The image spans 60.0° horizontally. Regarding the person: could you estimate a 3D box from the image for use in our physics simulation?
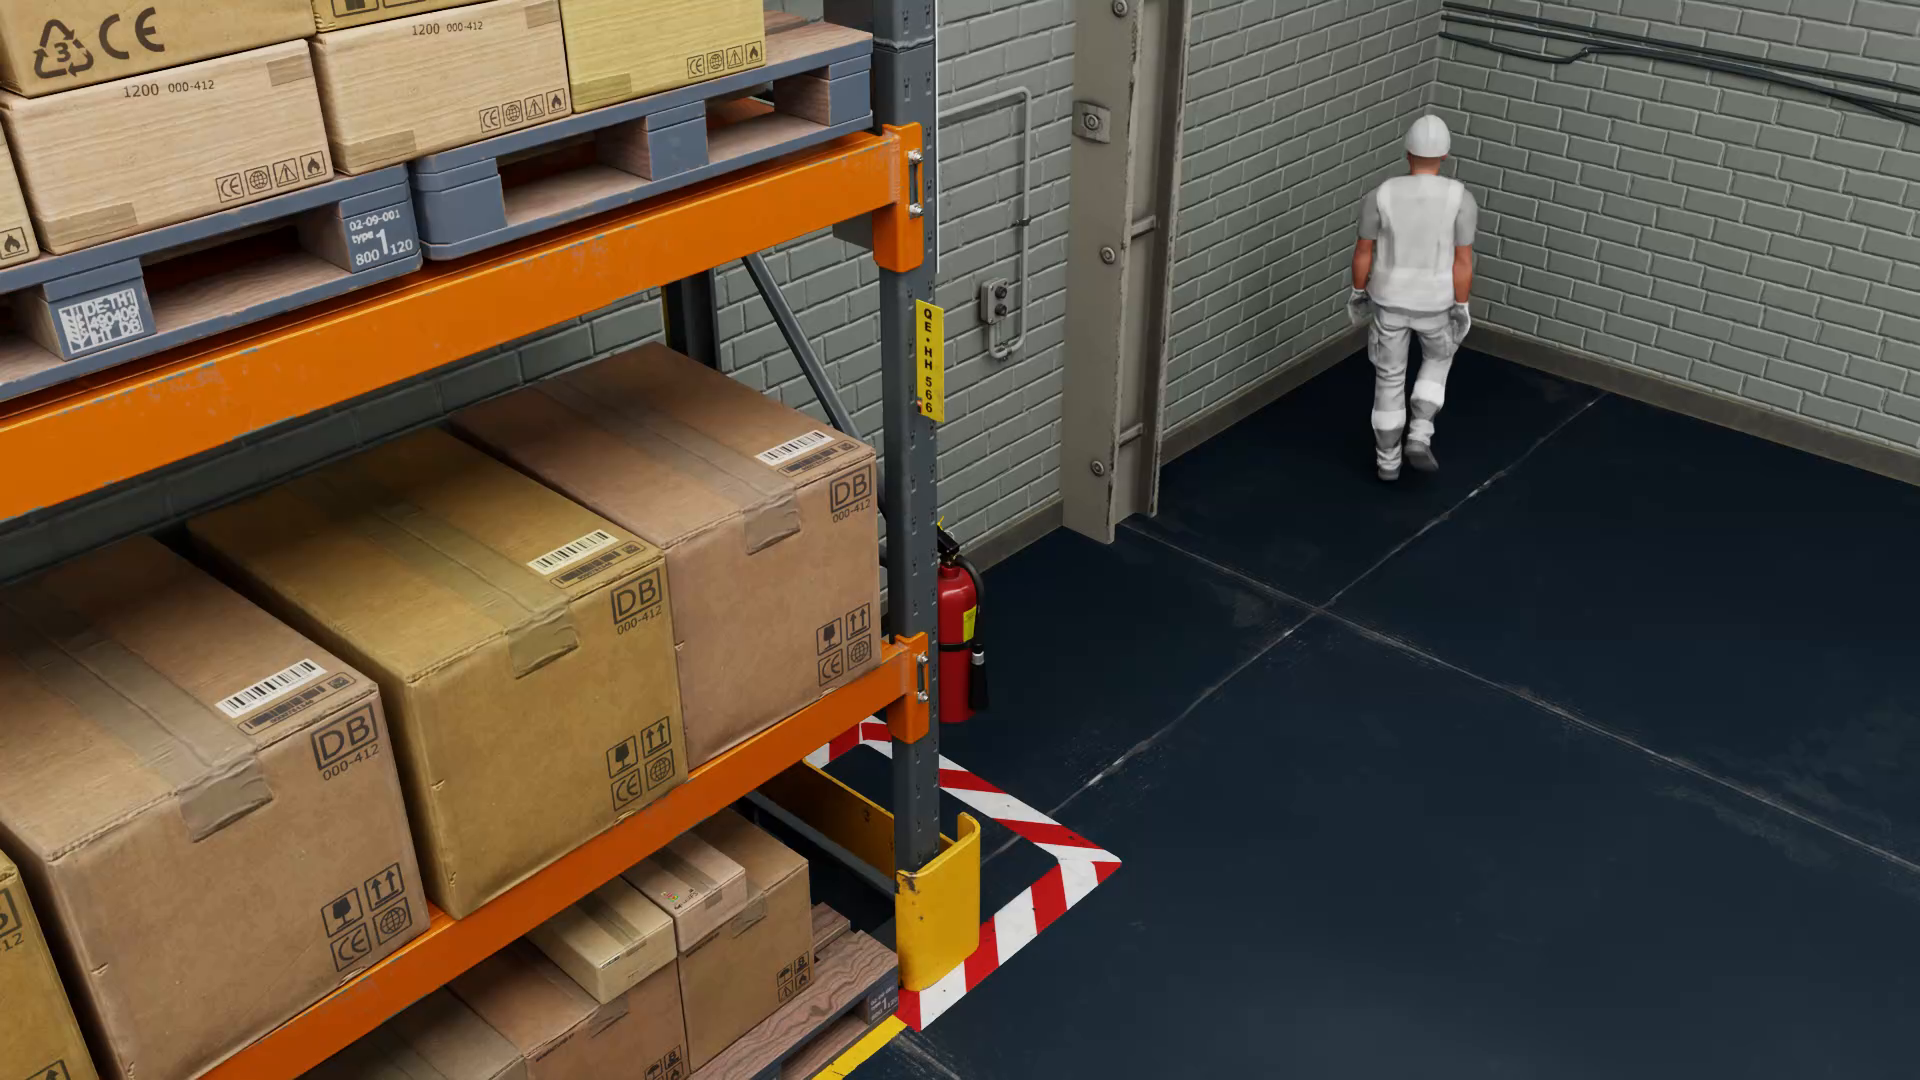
[{"bbox_3d":[2.151,-1.146,7.949,0.582,1.783,0.454,9,32,14],"label":"person"}]
